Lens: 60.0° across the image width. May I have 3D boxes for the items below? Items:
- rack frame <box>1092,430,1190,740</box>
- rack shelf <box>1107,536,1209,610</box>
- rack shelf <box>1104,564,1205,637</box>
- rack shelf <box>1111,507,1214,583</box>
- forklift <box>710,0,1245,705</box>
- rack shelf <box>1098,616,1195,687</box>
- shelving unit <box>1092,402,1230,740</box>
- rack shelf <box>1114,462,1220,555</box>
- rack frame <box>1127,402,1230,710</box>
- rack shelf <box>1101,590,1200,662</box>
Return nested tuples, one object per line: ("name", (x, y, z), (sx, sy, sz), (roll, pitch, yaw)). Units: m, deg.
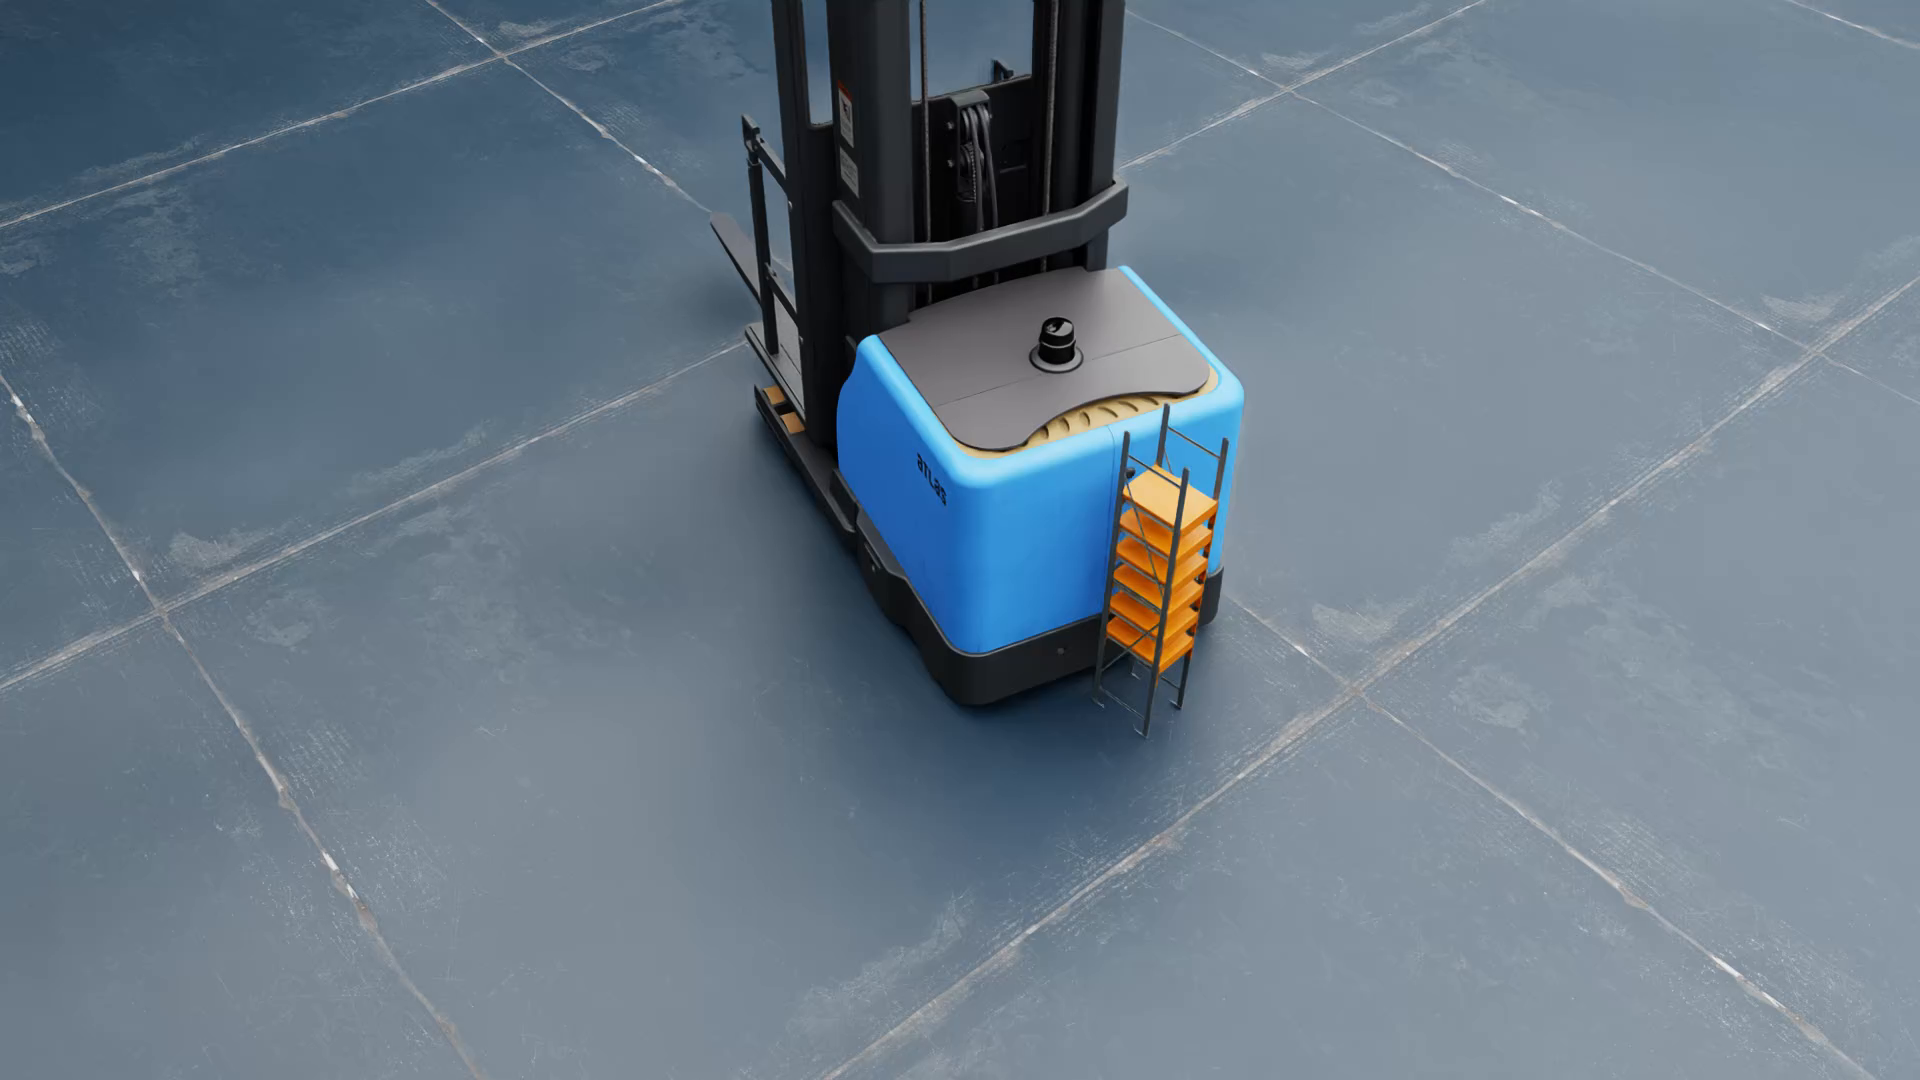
("rack frame", (0.551, 0.173, 5.183), (0.240, 1.200, 0.006), (35, 53, 29))
("rack shelf", (0.616, 0.074, 5.178), (0.258, 0.103, 0.180), (35, 53, 29))
("rack shelf", (0.613, 0.160, 5.262), (0.258, 0.103, 0.180), (35, 53, 29))
("rack shelf", (0.619, -0.012, 5.095), (0.258, 0.103, 0.180), (35, 53, 29))
("forklift", (-0.174, -1.529, 5.737), (1.130, 2.935, 3.031), (-18, 46, -18))
("rack shelf", (0.608, 0.333, 5.428), (0.258, 0.103, 0.180), (35, 53, 29))
("shelving unit", (0.614, 0.128, 5.231), (0.258, 1.200, 0.189), (35, 53, 29))
("rack shelf", (0.621, -0.098, 5.012), (0.258, 0.103, 0.180), (35, 53, 29))
("rack frame", (0.678, 0.084, 5.279), (0.240, 1.200, 0.006), (35, 53, 29))
("rack shelf", (0.611, 0.247, 5.345), (0.258, 0.103, 0.180), (35, 53, 29))
